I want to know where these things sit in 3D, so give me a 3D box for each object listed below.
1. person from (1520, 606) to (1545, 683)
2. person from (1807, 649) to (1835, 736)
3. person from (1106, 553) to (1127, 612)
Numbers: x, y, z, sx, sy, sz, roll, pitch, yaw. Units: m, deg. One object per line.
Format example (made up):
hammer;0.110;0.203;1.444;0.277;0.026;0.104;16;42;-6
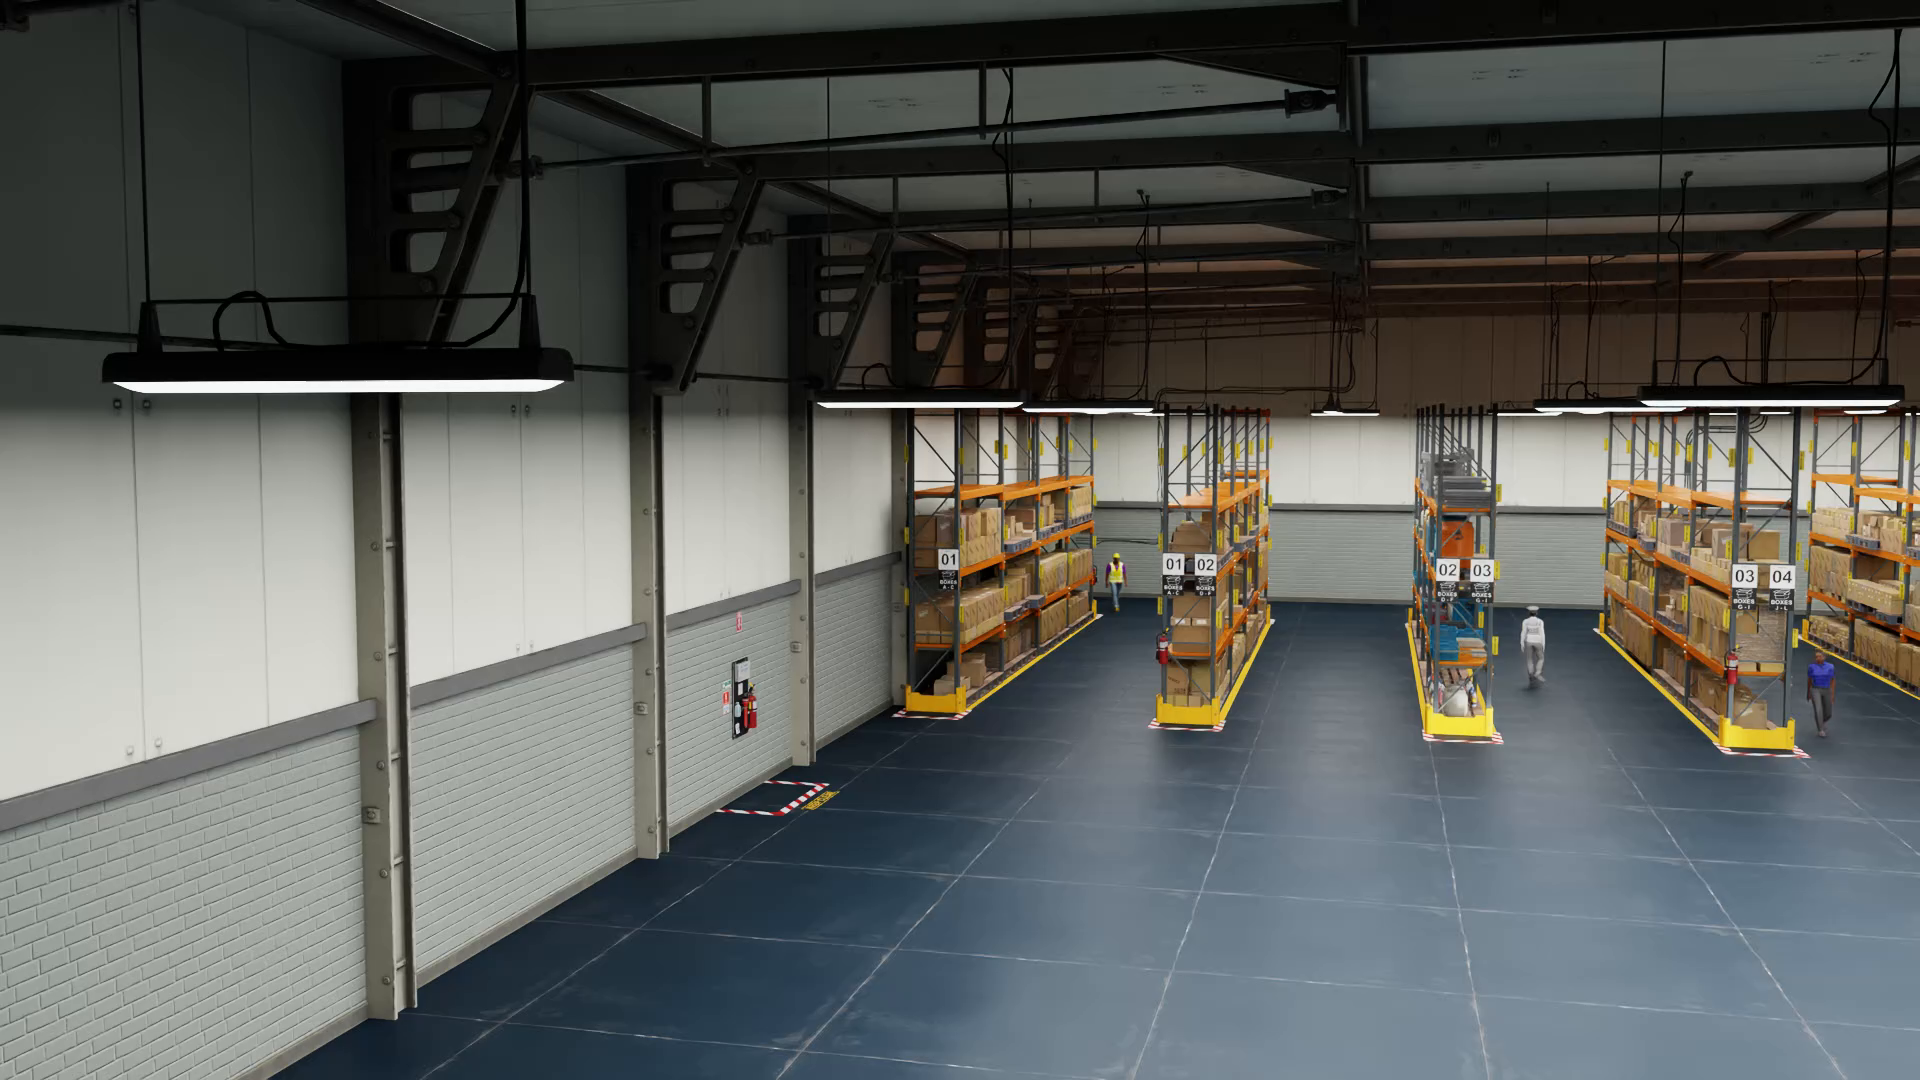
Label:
person;12.401;2.270;35.990;0.520;1.675;0.479;2;4;20
person;15.632;2.746;30.185;0.434;1.531;0.960;2;4;20
person;4.655;1.250;49.453;0.579;1.701;1.121;-1;4;-13
